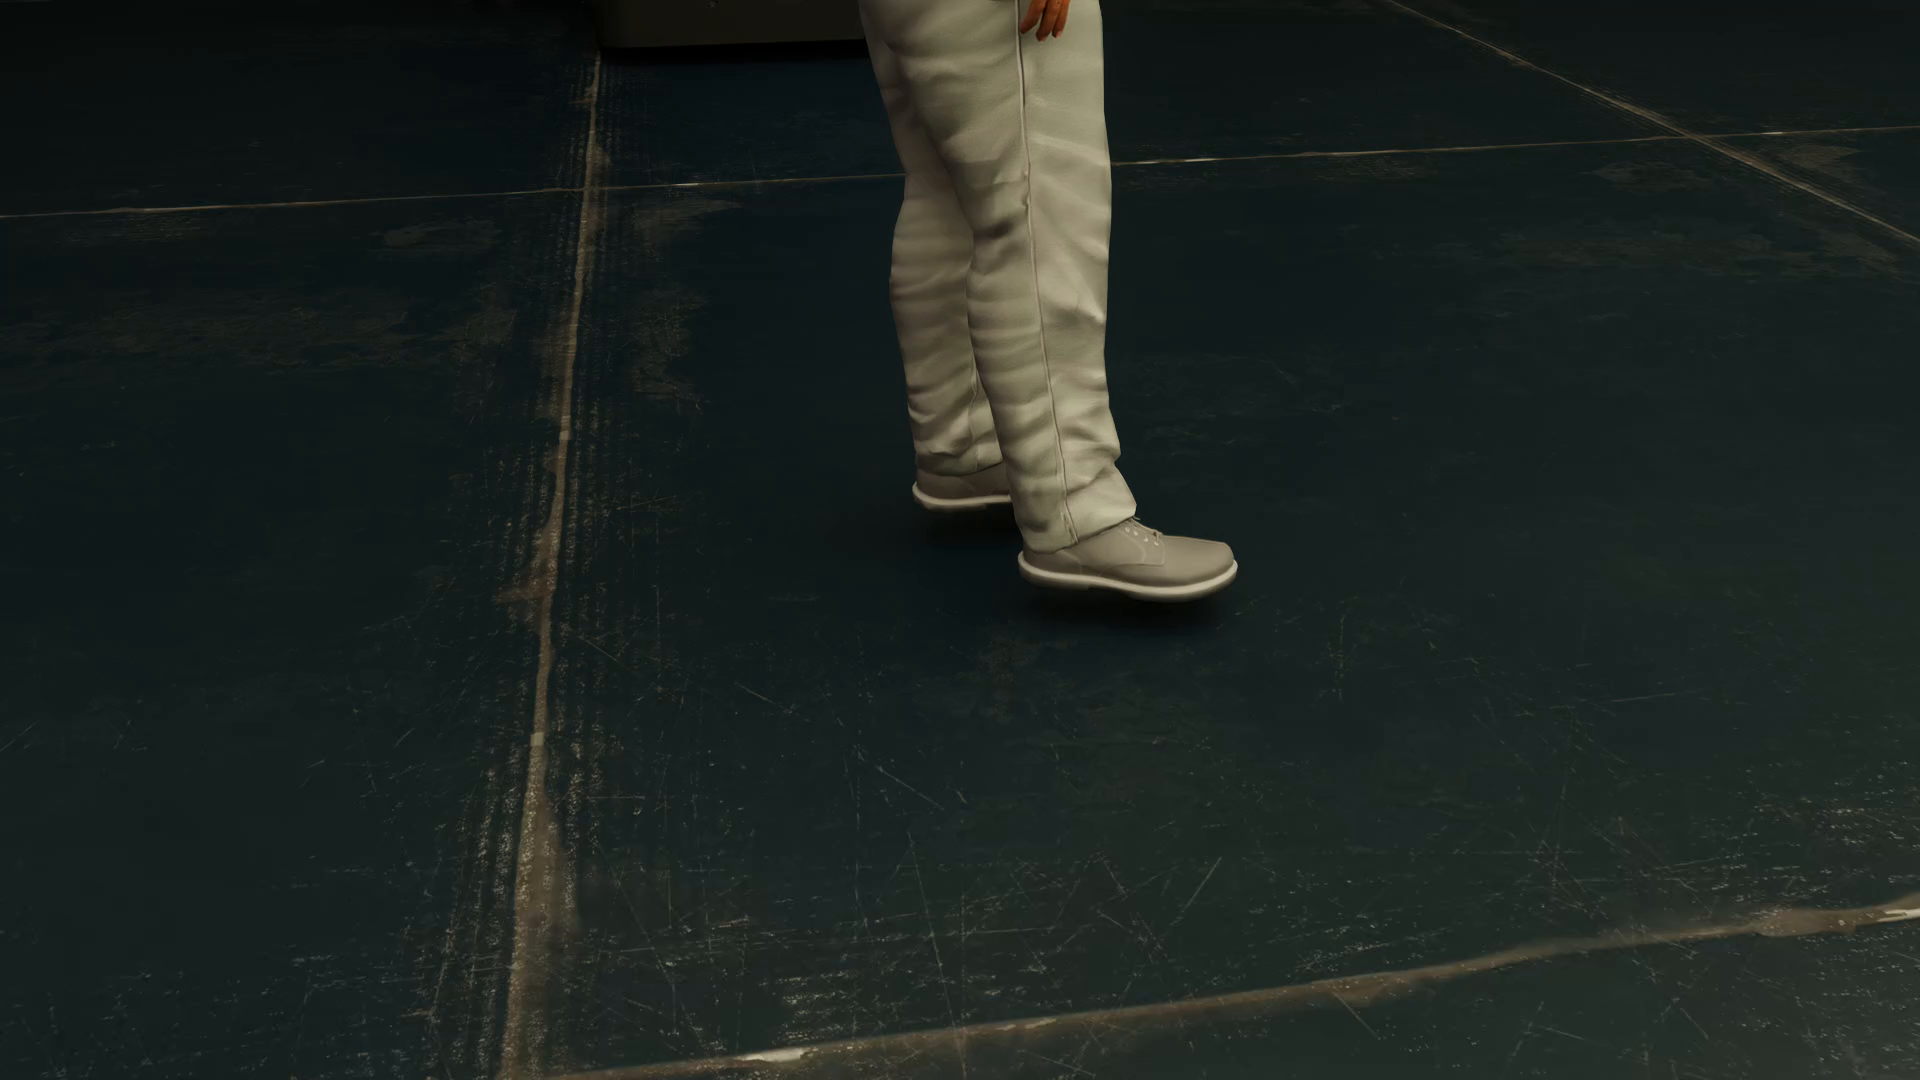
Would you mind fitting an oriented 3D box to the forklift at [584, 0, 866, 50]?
[{"bbox_3d":[-0.907,-3.533,6.032,1.130,2.935,3.031,-5,28,-9],"label":"forklift"}]

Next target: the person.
[{"bbox_3d":[0.079,-0.775,2.078,0.528,1.669,0.598,-5,28,-9],"label":"person"}]
